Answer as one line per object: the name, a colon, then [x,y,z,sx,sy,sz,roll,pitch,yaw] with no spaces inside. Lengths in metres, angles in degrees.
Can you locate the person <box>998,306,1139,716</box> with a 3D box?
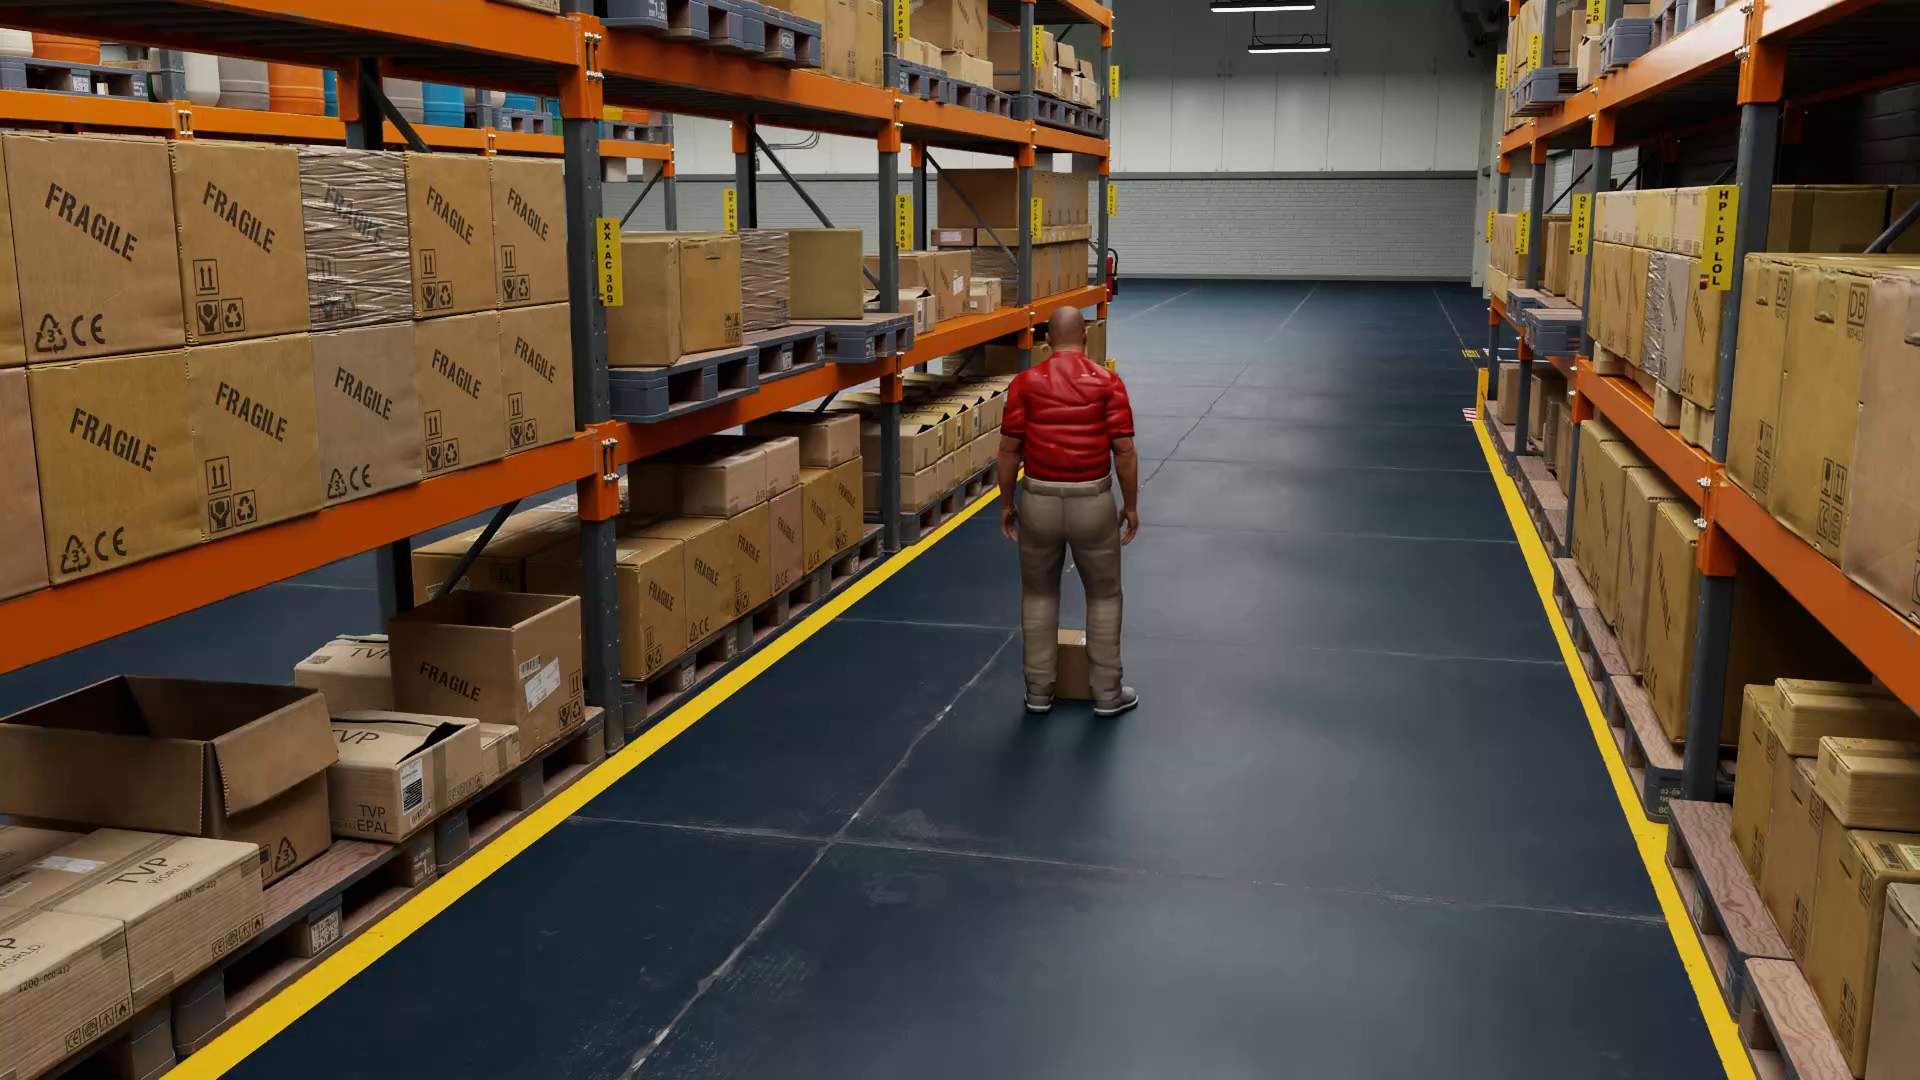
person: [0.463,-0.119,7.067,0.603,1.728,0.384,2,12,11]
